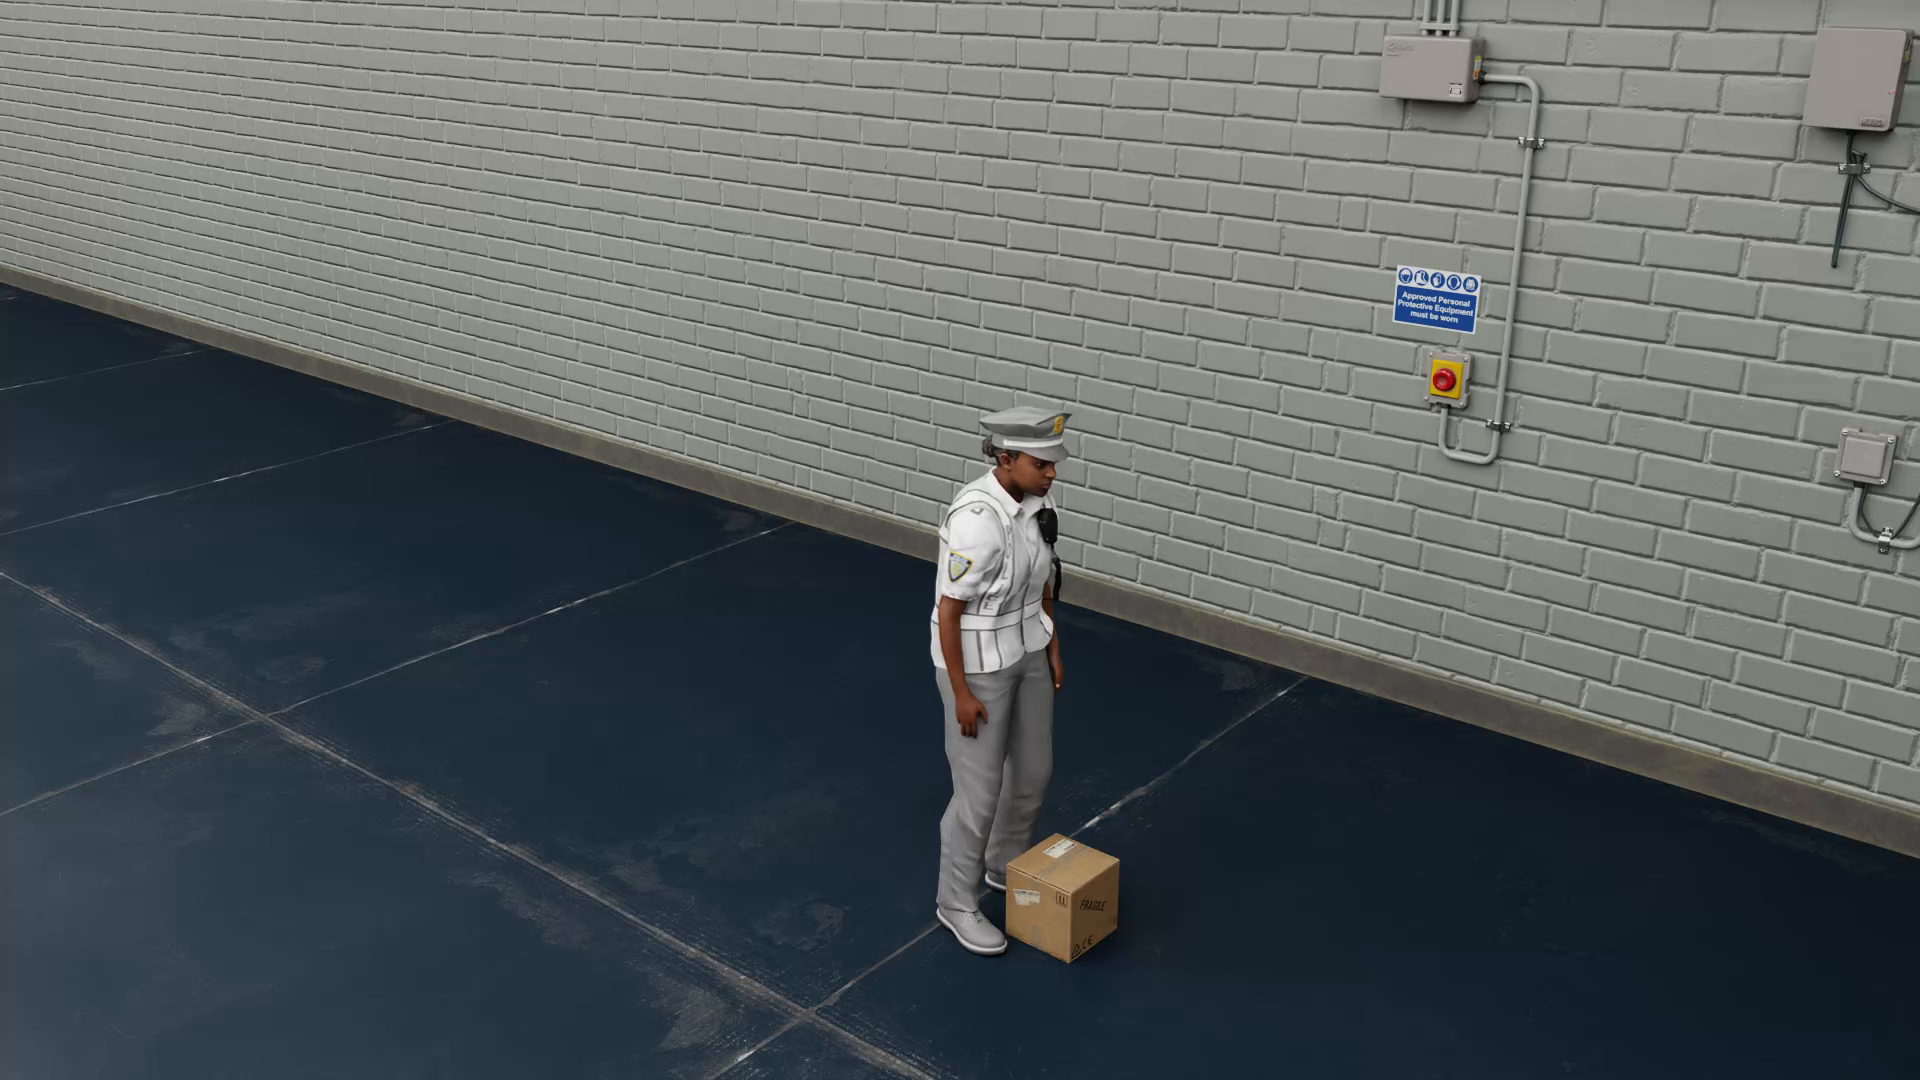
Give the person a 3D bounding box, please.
[{"bbox_3d":[0.125,0.393,5.014,0.392,1.659,0.505,16,26,37],"label":"person"}]
